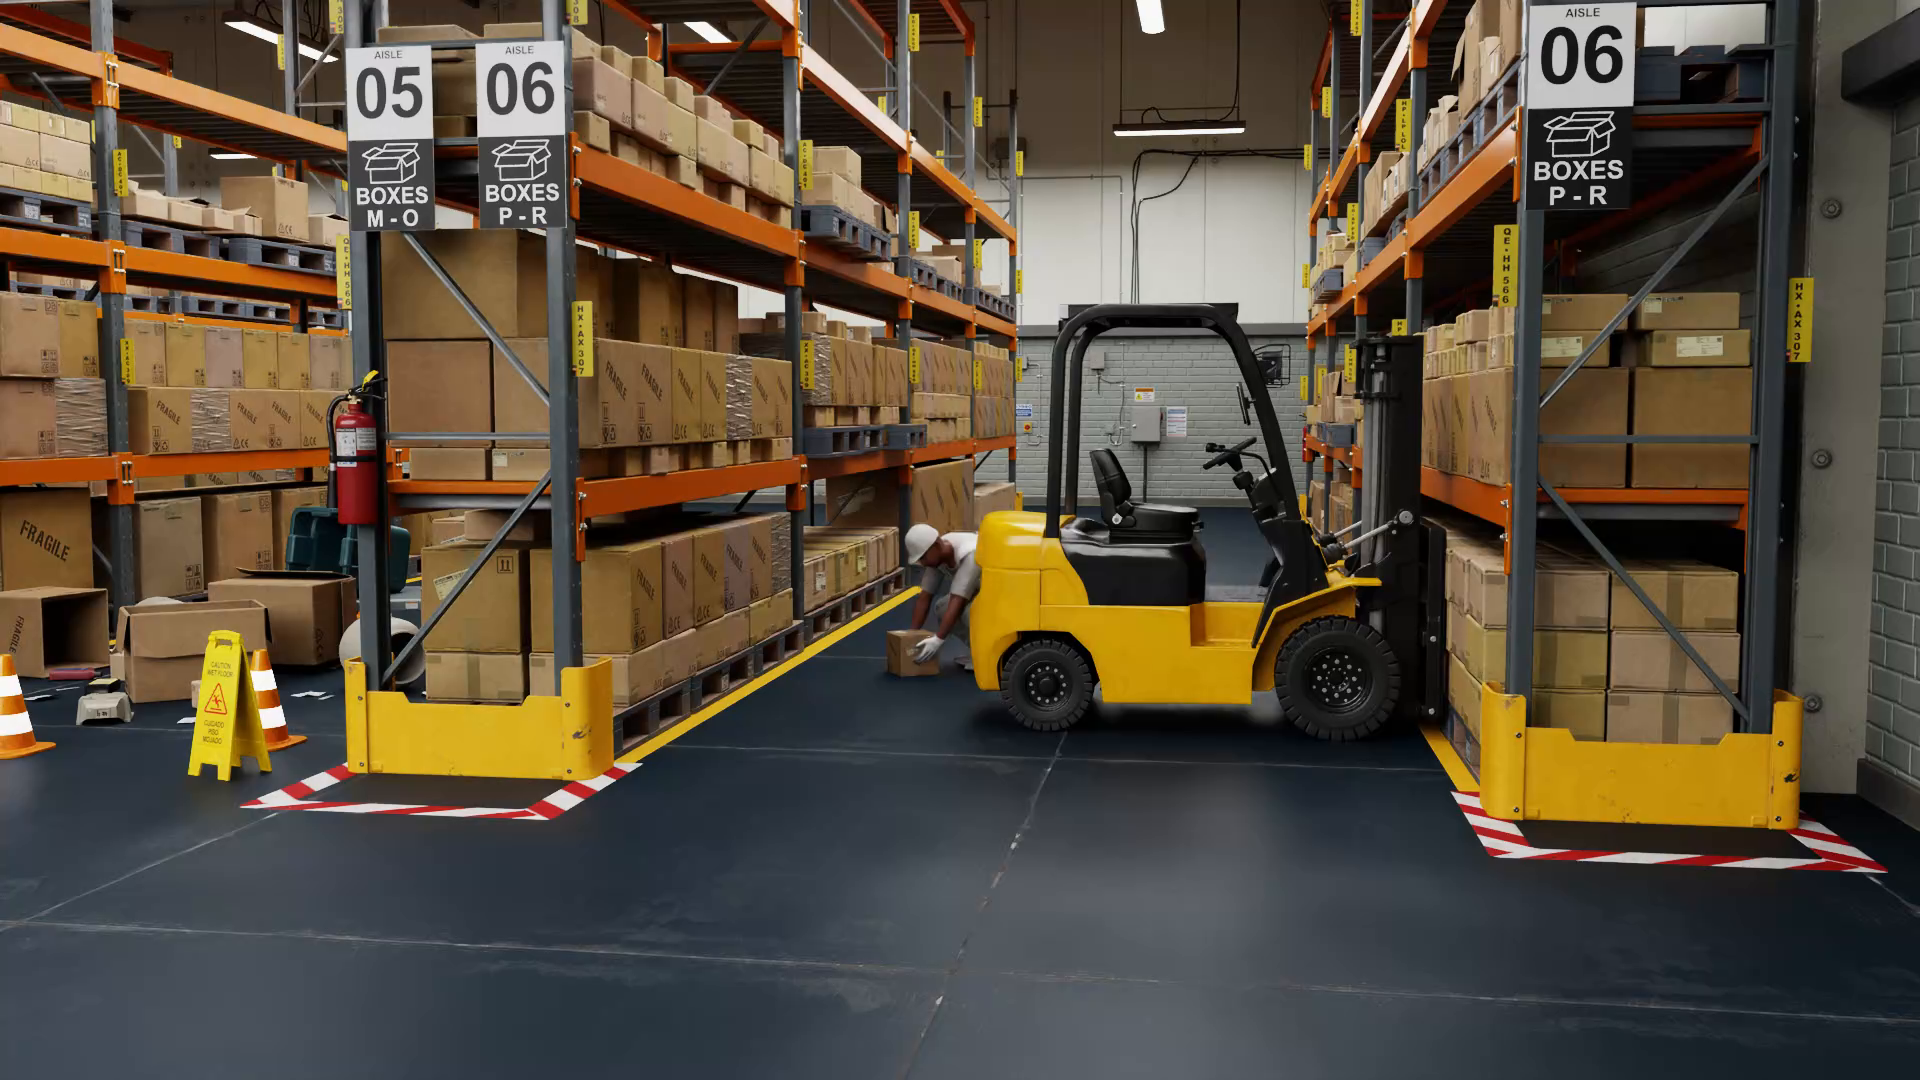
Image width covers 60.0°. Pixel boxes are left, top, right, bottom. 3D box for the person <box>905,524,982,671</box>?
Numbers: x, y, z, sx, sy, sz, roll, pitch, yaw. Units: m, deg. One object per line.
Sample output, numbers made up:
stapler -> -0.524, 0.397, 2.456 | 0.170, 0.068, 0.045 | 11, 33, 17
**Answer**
person -> 0.061, 0.354, 10.414 | 0.923, 0.936, 0.574 | -2, 5, -23
